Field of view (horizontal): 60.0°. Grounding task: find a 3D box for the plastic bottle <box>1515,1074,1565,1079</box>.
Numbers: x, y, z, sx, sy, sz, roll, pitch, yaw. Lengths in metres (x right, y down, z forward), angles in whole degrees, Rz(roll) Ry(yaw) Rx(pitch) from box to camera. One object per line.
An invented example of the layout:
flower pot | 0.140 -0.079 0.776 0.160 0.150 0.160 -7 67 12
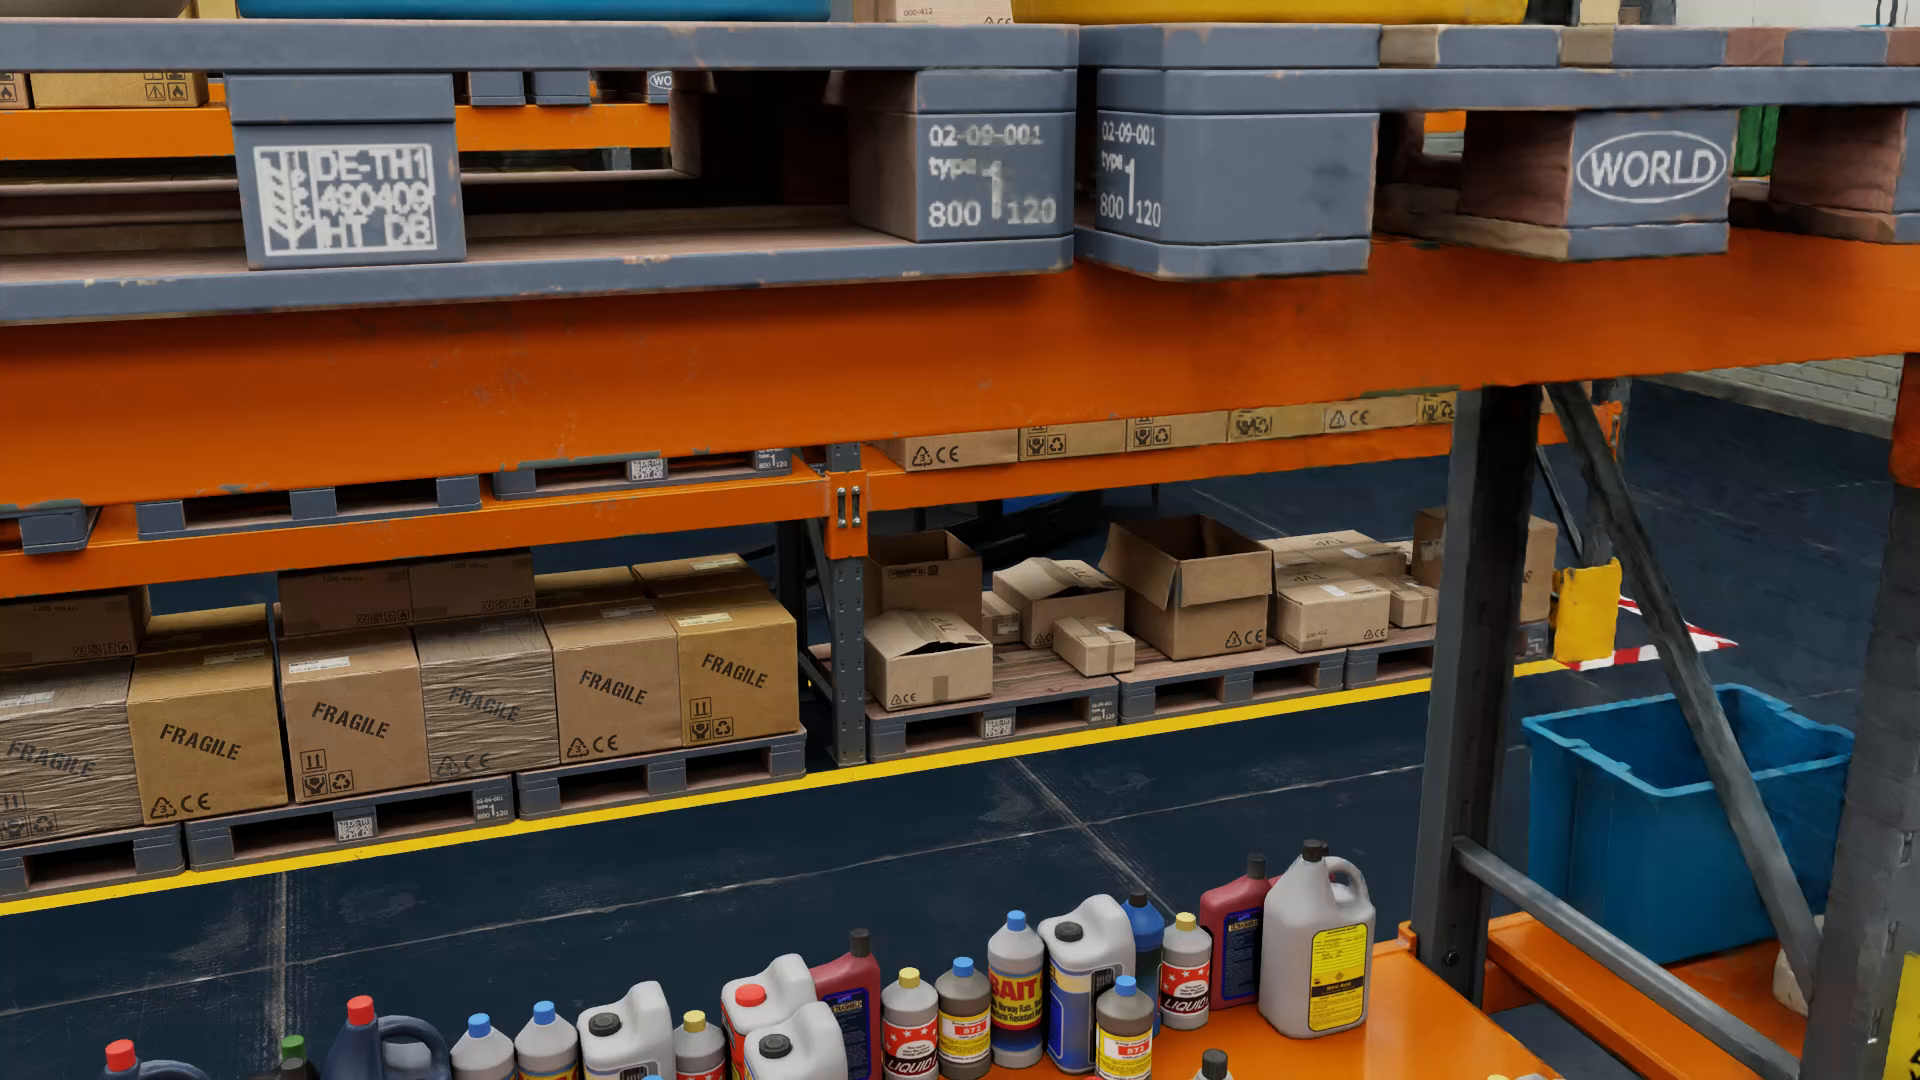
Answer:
plastic bottle | 0.872 0.905 2.412 0.135 0.276 0.152 -6 17 -20

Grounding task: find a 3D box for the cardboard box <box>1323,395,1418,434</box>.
cardboard box | 1.819 -0.815 7.873 0.500 0.500 0.500 -6 17 -20

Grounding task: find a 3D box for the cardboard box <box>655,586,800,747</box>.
cardboard box | -1.002 0.531 7.123 0.500 0.500 0.500 -6 17 -20

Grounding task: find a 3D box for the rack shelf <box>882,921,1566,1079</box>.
rack shelf | -0.743 1.268 2.234 4.000 0.370 1.077 -6 17 -20

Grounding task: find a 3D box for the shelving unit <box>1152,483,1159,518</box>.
shelving unit | 1.070 -1.185 10.908 0.503 2.100 0.431 1 16 3

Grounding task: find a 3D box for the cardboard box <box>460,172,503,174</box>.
cardboard box | -3.246 -2.282 10.975 0.500 0.250 0.500 -6 17 -19

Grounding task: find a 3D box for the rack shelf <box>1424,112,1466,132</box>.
rack shelf | 1.223 -1.878 7.624 4.000 0.370 1.077 -6 17 -20

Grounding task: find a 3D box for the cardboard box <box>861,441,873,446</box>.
cardboard box | -0.269 -0.749 7.646 0.500 0.500 0.500 -6 17 -19

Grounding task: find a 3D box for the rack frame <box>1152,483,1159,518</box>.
rack frame | 1.314 -1.182 10.895 0.015 2.100 0.400 1 16 3

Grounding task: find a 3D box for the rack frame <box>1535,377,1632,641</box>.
rack frame | 3.091 -0.986 8.632 0.127 3.000 1.000 -6 17 -20

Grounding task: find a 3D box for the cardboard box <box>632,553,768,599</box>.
cardboard box | -1.183 0.390 7.601 0.500 0.500 0.500 -7 18 -23

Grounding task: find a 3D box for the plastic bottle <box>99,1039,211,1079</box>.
plastic bottle | -1.154 0.875 2.384 0.185 0.351 0.144 -6 17 -20

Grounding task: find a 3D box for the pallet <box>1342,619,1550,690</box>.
pallet | 2.276 0.440 8.724 1.213 0.211 1.003 -6 17 -20

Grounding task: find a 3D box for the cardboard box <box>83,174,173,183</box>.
cardboard box | -5.340 -2.208 10.720 0.500 0.250 0.500 -7 18 -22

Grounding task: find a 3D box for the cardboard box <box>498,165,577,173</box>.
cardboard box | -2.943 -2.468 11.607 0.500 0.250 0.500 -6 17 -18

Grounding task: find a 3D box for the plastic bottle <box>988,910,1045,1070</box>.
plastic bottle | 0.097 0.771 2.879 0.097 0.271 0.097 0 16 0

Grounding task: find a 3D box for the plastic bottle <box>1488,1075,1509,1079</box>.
plastic bottle | 0.810 0.910 2.528 0.097 0.201 0.097 0 16 0

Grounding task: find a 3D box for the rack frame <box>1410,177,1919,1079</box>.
rack frame | 1.125 0.721 2.819 0.127 3.000 1.000 -6 17 -20

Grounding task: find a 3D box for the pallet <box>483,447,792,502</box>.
pallet | -1.429 -0.439 7.109 1.213 0.211 1.003 -6 17 -20

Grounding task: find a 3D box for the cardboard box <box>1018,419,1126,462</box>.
cardboard box | 0.406 -0.663 7.354 0.500 0.500 0.500 -6 17 -19

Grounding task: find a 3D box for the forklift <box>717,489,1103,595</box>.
forklift | -0.425 -1.256 9.675 1.130 2.935 3.031 14 21 39

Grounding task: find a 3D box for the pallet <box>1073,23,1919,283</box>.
pallet | 0.428 -0.523 2.067 1.003 0.211 1.213 -6 17 -20

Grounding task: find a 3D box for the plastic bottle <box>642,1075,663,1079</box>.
plastic bottle | -0.463 0.910 2.527 0.097 0.201 0.097 0 16 0

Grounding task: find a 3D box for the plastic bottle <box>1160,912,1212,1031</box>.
plastic bottle | 0.404 0.771 3.002 0.097 0.201 0.097 0 16 0

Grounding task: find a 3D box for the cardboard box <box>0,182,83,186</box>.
cardboard box | -5.612 -2.023 10.093 0.500 0.250 0.500 -6 17 -19

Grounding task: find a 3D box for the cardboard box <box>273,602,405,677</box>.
cardboard box | -2.619 0.546 7.070 0.500 0.500 0.500 -7 18 -22

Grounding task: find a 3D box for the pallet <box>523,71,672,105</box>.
pallet | -1.278 -1.884 6.701 1.003 0.211 1.213 -6 17 -20

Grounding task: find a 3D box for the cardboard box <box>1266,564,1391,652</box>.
cardboard box | 1.774 0.330 8.251 0.500 0.250 0.500 -6 17 -20

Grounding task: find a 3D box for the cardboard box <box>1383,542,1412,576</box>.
cardboard box | 2.344 0.139 9.047 0.250 0.166 0.380 -6 17 -20

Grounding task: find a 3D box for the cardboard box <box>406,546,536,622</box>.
cardboard box | -2.117 0.131 7.152 0.500 0.250 0.500 -6 17 -20

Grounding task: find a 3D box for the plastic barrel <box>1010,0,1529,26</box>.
plastic barrel | 0.345 -0.865 1.816 0.600 0.588 0.600 0 16 0

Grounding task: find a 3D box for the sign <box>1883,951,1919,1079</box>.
sign | 1.320 0.733 2.287 0.005 0.325 0.100 -6 17 -20

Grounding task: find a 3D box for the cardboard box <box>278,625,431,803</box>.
cardboard box | -2.409 0.681 6.612 0.500 0.500 0.500 -7 18 -22

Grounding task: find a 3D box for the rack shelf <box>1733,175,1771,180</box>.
rack shelf | 2.992 -0.575 3.185 4.000 0.370 1.077 -6 17 -20

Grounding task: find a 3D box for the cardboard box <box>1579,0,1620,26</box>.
cardboard box | 2.703 -2.474 7.755 0.500 0.250 0.500 -6 17 -20

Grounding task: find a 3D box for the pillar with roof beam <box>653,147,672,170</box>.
pillar with roof beam | -0.536 -3.930 8.009 0.400 9.000 9.100 -6 17 -20

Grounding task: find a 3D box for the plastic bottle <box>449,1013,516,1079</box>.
plastic bottle | -0.734 0.860 2.574 0.097 0.271 0.097 0 16 0

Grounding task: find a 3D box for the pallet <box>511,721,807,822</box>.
pallet | -1.390 0.847 7.338 1.213 0.211 1.003 -6 17 -20

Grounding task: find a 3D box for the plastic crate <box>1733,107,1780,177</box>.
plastic crate | 1.412 -0.739 2.843 0.662 0.188 0.450 -6 17 -20

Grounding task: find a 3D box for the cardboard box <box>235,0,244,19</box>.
cardboard box | -2.385 -2.153 6.181 0.600 0.600 0.600 -7 18 -22

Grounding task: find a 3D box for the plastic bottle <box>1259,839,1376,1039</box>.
plastic bottle | 0.642 0.699 2.982 0.185 0.351 0.144 -6 17 -20

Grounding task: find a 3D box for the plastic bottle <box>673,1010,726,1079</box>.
plastic bottle | -0.426 0.861 2.697 0.097 0.201 0.097 0 16 0

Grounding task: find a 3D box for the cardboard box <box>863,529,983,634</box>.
cardboard box | -0.214 0.274 7.999 0.500 0.500 0.500 -6 17 -20

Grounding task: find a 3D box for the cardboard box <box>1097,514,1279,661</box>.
cardboard box | 1.108 0.213 8.198 0.637 0.503 0.797 -6 17 -20
